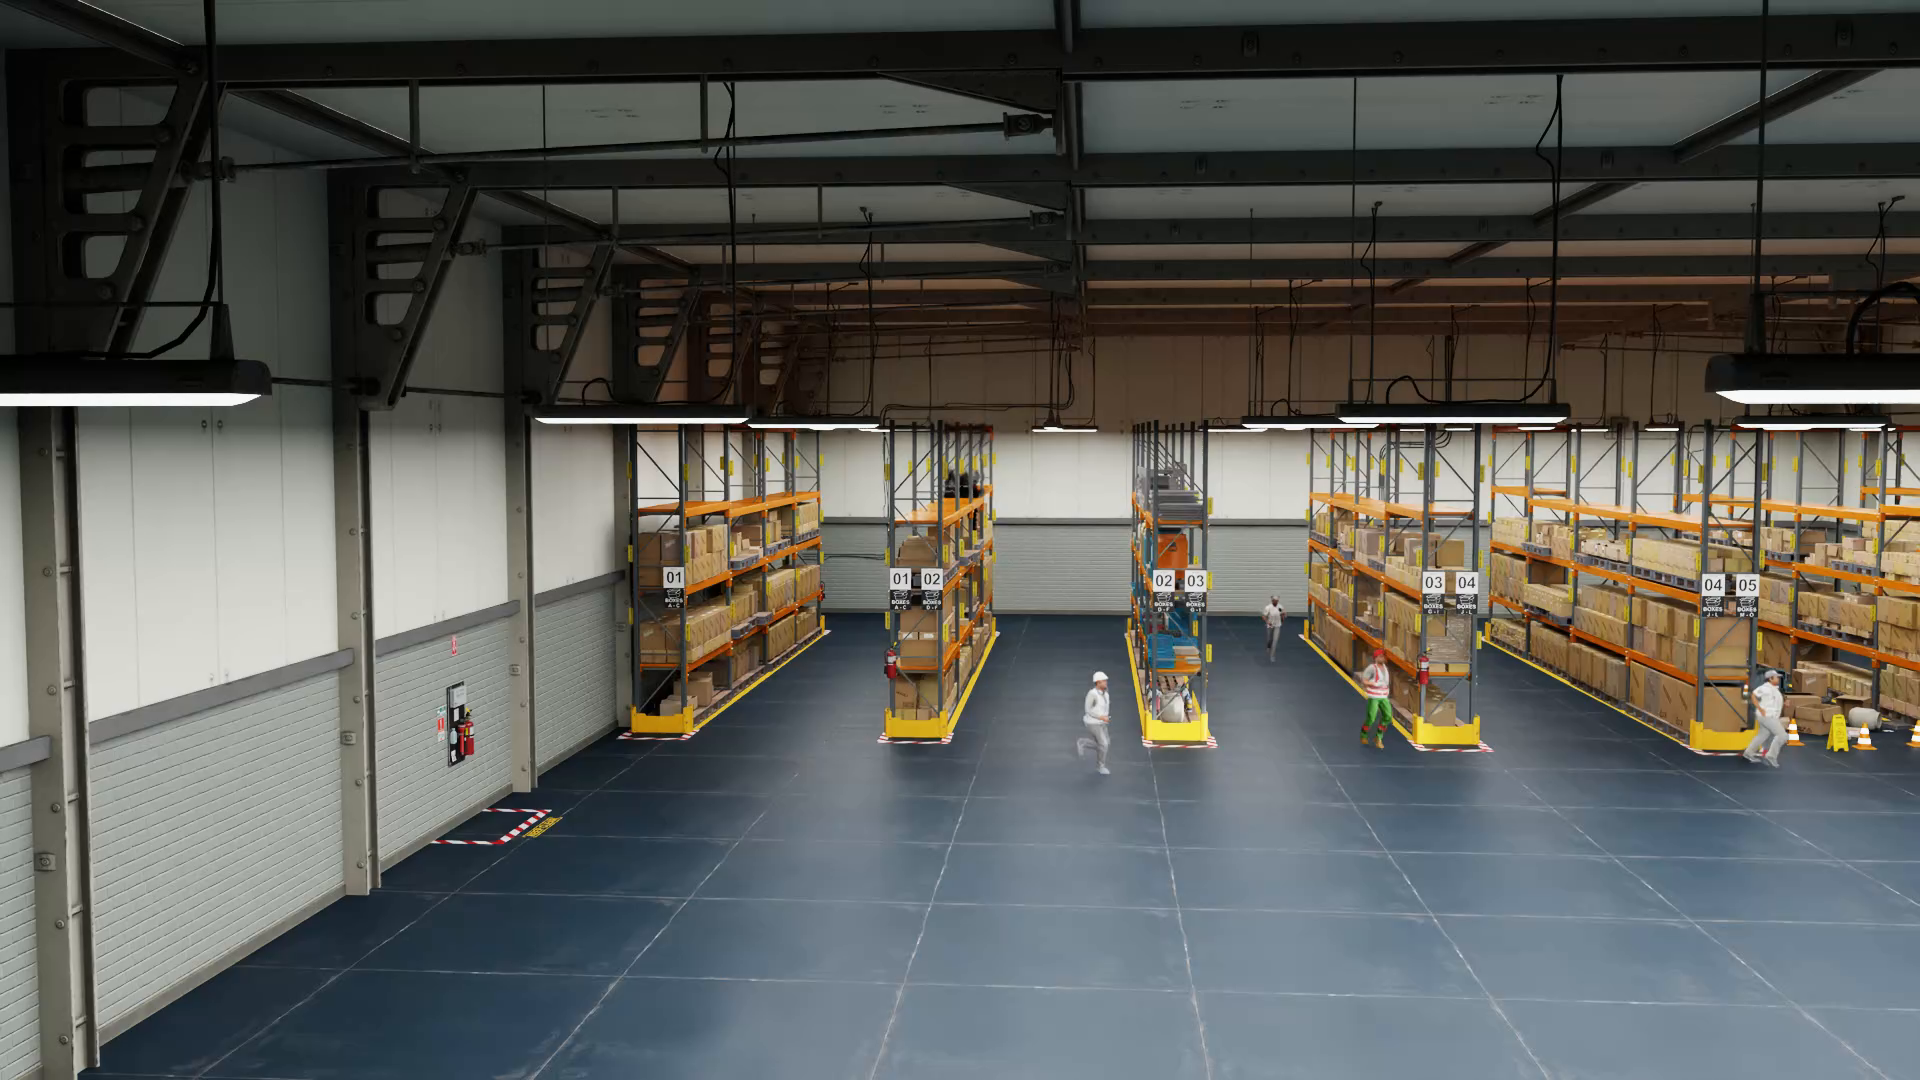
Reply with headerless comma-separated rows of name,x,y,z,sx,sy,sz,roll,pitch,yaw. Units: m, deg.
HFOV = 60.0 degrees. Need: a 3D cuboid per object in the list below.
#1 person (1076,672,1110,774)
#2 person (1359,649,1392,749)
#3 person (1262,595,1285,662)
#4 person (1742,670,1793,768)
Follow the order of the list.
person,2.277,3.092,28.250,0.703,1.736,0.688,2,4,33
person,7.632,2.918,30.420,0.666,1.846,0.693,-2,4,-25
person,8.001,2.215,42.413,0.599,1.688,0.883,0,4,1
person,13.926,3.083,28.690,0.800,1.686,0.614,3,5,38
